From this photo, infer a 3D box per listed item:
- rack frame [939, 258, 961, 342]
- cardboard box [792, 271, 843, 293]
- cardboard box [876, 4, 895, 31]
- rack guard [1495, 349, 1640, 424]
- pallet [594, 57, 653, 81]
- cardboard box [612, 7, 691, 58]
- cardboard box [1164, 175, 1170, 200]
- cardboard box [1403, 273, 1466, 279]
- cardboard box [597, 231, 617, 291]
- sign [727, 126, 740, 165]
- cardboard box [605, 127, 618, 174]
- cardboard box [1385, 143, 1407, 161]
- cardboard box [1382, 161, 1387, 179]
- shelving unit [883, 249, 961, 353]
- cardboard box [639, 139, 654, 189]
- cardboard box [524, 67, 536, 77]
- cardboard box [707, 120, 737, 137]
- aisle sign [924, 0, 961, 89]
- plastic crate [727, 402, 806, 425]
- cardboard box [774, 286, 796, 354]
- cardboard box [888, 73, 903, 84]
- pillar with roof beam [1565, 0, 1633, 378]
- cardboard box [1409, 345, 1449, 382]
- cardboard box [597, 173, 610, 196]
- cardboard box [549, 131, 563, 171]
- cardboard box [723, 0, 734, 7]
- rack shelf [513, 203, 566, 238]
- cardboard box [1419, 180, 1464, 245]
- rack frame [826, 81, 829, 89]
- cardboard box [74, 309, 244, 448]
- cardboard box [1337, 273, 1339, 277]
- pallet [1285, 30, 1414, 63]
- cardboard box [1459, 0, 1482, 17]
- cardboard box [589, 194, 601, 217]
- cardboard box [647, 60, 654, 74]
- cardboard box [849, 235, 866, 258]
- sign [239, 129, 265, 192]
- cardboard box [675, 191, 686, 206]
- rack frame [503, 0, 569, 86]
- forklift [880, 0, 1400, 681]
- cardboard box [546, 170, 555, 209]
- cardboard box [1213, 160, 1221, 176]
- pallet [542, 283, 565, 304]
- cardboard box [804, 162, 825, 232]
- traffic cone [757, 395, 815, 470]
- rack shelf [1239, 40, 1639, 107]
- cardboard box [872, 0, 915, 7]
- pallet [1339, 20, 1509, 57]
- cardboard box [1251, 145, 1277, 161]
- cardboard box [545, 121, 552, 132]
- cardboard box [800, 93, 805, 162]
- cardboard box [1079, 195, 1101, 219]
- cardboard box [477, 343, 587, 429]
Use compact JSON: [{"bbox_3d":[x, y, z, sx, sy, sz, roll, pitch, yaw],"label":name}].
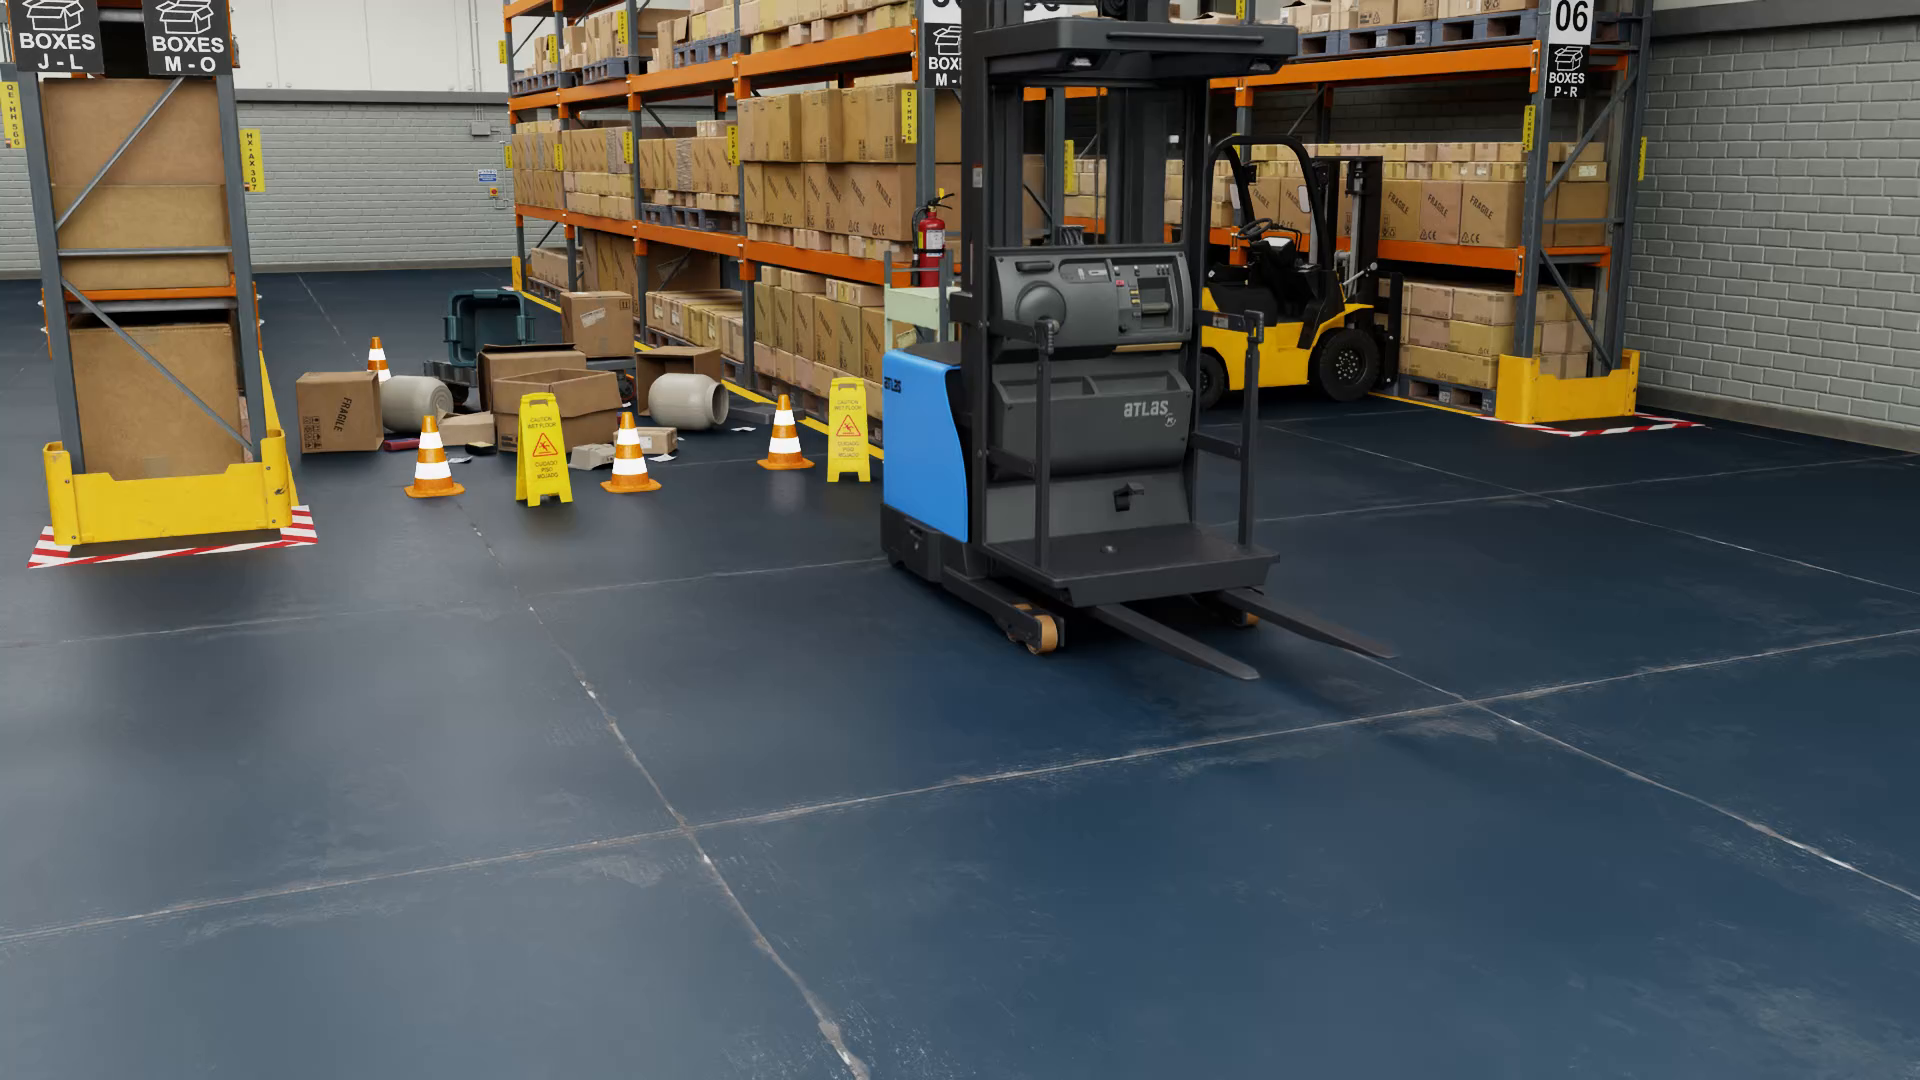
[{"bbox_3d":[0.081,-0.690,8.526,0.400,1.500,0.023,-6,14,-24],"label":"rack frame"},{"bbox_3d":[-1.102,-2.023,13.022,0.380,0.149,0.250,-5,14,-20],"label":"cardboard box"},{"bbox_3d":[-0.330,-3.425,10.919,0.380,0.149,0.250,-6,14,-23],"label":"cardboard box"},{"bbox_3d":[4.755,-1.215,13.012,1.175,0.500,0.348,-6,14,-23],"label":"rack guard"},{"bbox_3d":[-3.312,-5.139,18.189,1.213,0.211,1.003,-5,14,-20],"label":"pallet"},{"bbox_3d":[-3.295,-5.422,17.832,0.797,0.503,0.637,-7,15,-26],"label":"cardboard box"},{"bbox_3d":[2.300,-3.725,17.536,0.500,0.250,0.500,-5,14,-22],"label":"cardboard box"},{"bbox_3d":[4.133,-2.220,14.759,0.500,0.250,0.500,-6,14,-24],"label":"cardboard box"},{"bbox_3d":[-3.918,-3.331,20.389,0.875,0.875,0.875,-5,14,-21],"label":"cardboard box"},{"bbox_3d":[-1.911,-3.328,14.031,0.100,0.325,0.005,-6,14,-23],"label":"sign"},{"bbox_3d":[-3.666,-4.366,18.642,0.500,0.500,0.500,-5,14,-22],"label":"cardboard box"},{"bbox_3d":[3.806,-3.257,13.971,0.380,0.149,0.250,-5,14,-22],"label":"cardboard box"},{"bbox_3d":[3.796,-3.172,14.260,0.380,0.149,0.250,-6,14,-23],"label":"cardboard box"},{"bbox_3d":[-0.071,-0.765,8.850,0.431,1.500,0.755,-6,14,-24],"label":"shelving unit"},{"bbox_3d":[-3.038,-3.926,17.368,0.500,0.500,0.500,-6,14,-25],"label":"cardboard box"},{"bbox_3d":[-5.985,-6.641,23.664,0.380,0.149,0.250,-5,14,-21],"label":"cardboard box"},{"bbox_3d":[-2.084,-3.746,15.150,0.380,0.149,0.250,-6,14,-25],"label":"cardboard box"},{"bbox_3d":[-0.042,-3.216,10.349,0.394,0.787,0.004,-6,14,-23],"label":"aisle sign"},{"bbox_3d":[-1.526,-0.994,12.989,0.402,0.080,0.583,-12,18,-42],"label":"plastic crate"},{"bbox_3d":[-1.189,-1.790,13.454,0.500,0.500,0.500,-5,14,-21],"label":"cardboard box"},{"bbox_3d":[-0.702,-6.634,23.901,0.500,0.250,0.500,-6,14,-25],"label":"cardboard box"},{"bbox_3d":[1.348,-5.197,11.368,9.100,9.000,0.400,-6,14,-23],"label":"pillar with roof beam"},{"bbox_3d":[4.077,-1.475,13.758,0.500,0.250,0.500,-6,14,-23],"label":"cardboard box"},{"bbox_3d":[-3.865,-4.099,19.151,0.500,0.250,0.500,-6,14,-24],"label":"cardboard box"},{"bbox_3d":[-5.050,-5.076,21.712,0.500,0.500,0.500,-6,14,-23],"label":"cardboard box"},{"bbox_3d":[-1.753,-4.760,14.424,0.500,0.250,0.500,-5,14,-22],"label":"cardboard box"},{"bbox_3d":[-5.409,-4.531,23.389,1.077,0.370,4.000,-6,14,-23],"label":"rack shelf"},{"bbox_3d":[4.108,-2.673,13.543,0.500,0.500,0.500,-5,14,-21],"label":"cardboard box"},{"bbox_3d":[-1.664,-8.666,26.357,1.000,3.000,0.127,-6,14,-23],"label":"rack frame"},{"bbox_3d":[-4.983,-1.006,10.345,0.875,0.875,0.875,-6,14,-24],"label":"cardboard box"},{"bbox_3d":[3.455,-2.280,15.017,0.500,0.250,0.500,-5,14,-21],"label":"cardboard box"},{"bbox_3d":[3.508,-4.509,15.242,1.003,0.211,1.213,-6,14,-23],"label":"pallet"},{"bbox_3d":[4.135,-4.174,13.004,0.380,0.149,0.250,-6,14,-25],"label":"cardboard box"},{"bbox_3d":[-4.083,-3.962,19.669,0.500,0.250,0.500,-6,14,-24],"label":"cardboard box"},{"bbox_3d":[-3.036,-4.900,17.295,0.380,0.149,0.250,-6,14,-23],"label":"cardboard box"},{"bbox_3d":[-0.564,-2.072,11.727,0.380,0.149,0.250,-5,14,-22],"label":"cardboard box"},{"bbox_3d":[-3.785,-2.030,8.893,0.100,0.325,0.005,-6,14,-23],"label":"sign"},{"bbox_3d":[-2.637,-3.416,16.604,0.380,0.149,0.250,-5,14,-20],"label":"cardboard box"},{"bbox_3d":[-6.211,-8.217,24.417,1.000,3.000,0.127,-6,14,-23],"label":"rack frame"},{"bbox_3d":[0.673,-1.067,6.982,1.130,2.935,3.031,-6,14,-24],"label":"forklift"},{"bbox_3d":[-5.239,-4.695,22.283,0.500,0.500,0.500,-6,14,-24],"label":"cardboard box"},{"bbox_3d":[2.683,-3.731,16.679,0.380,0.149,0.250,-6,14,-24],"label":"cardboard box"},{"bbox_3d":[-5.334,-3.526,23.637,1.003,0.211,1.213,-6,14,-23],"label":"pallet"},{"bbox_3d":[-0.850,-2.584,12.499,0.500,0.500,0.500,-5,14,-22],"label":"cardboard box"},{"bbox_3d":[-1.156,-0.725,10.977,0.336,0.463,0.334,-6,14,-23],"label":"traffic cone"},{"bbox_3d":[3.944,-3.962,14.279,1.077,0.370,4.000,-6,14,-23],"label":"rack shelf"},{"bbox_3d":[-0.253,-3.603,10.807,0.500,0.250,0.500,-6,14,-24],"label":"cardboard box"},{"bbox_3d":[3.993,-4.257,14.155,1.003,0.211,1.213,-6,14,-23],"label":"pallet"},{"bbox_3d":[2.999,-3.681,15.804,0.380,0.149,0.250,-5,14,-22],"label":"cardboard box"},{"bbox_3d":[-5.371,-5.571,22.409,0.380,0.149,0.250,-6,14,-23],"label":"cardboard box"},{"bbox_3d":[-0.773,-3.072,12.393,0.700,0.500,0.500,-6,14,-23],"label":"cardboard box"},{"bbox_3d":[1.691,-3.800,18.967,0.500,0.250,0.500,-6,14,-24],"label":"cardboard box"},{"bbox_3d":[-3.207,-1.165,12.488,0.797,0.637,0.503,-6,14,-23],"label":"cardboard box"}]
